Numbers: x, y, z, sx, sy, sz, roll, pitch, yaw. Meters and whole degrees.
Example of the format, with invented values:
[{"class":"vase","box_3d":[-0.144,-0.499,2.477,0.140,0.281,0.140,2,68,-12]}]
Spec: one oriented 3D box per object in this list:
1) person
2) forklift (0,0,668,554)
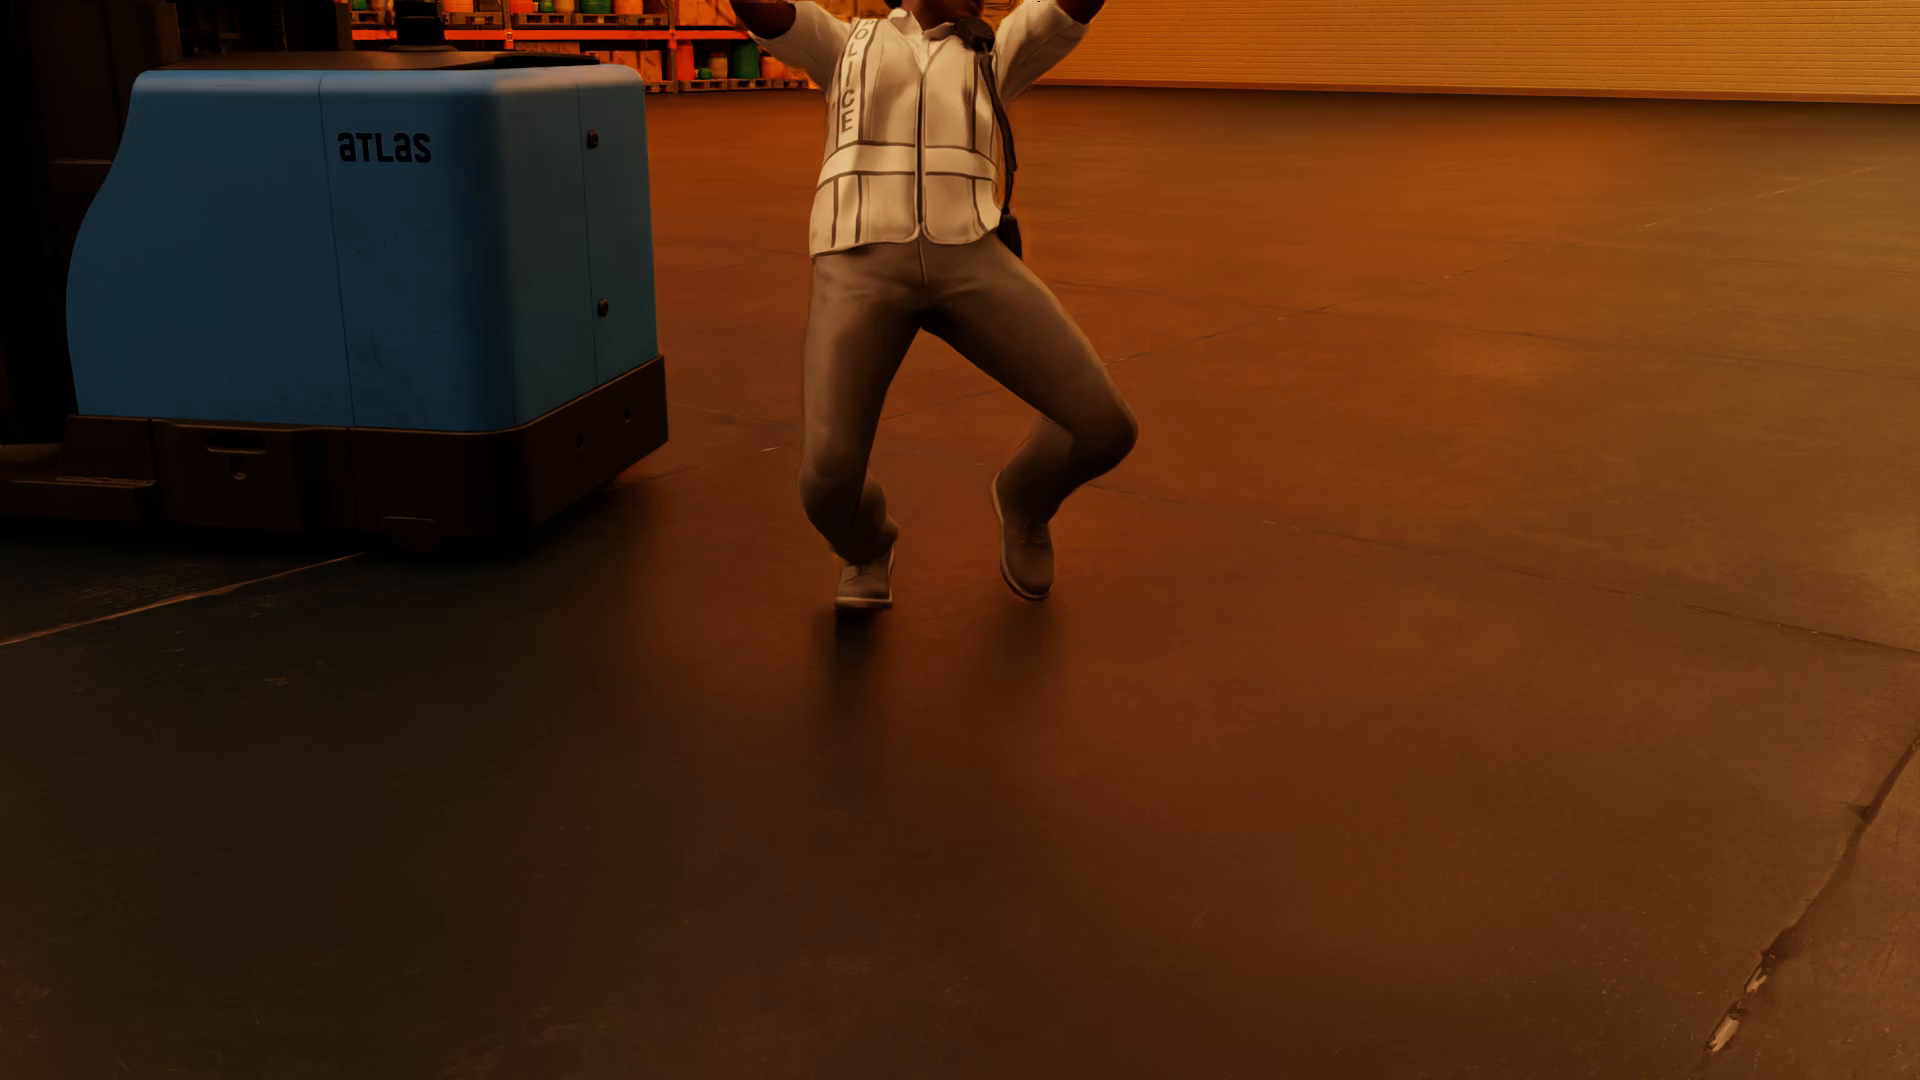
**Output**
[{"class":"person","box_3d":[-0.108,-0.630,3.283,0.910,1.584,0.727,-4,17,-12]},{"class":"forklift","box_3d":[-2.374,-1.563,4.044,3.031,2.935,1.130,3,17,10]}]
